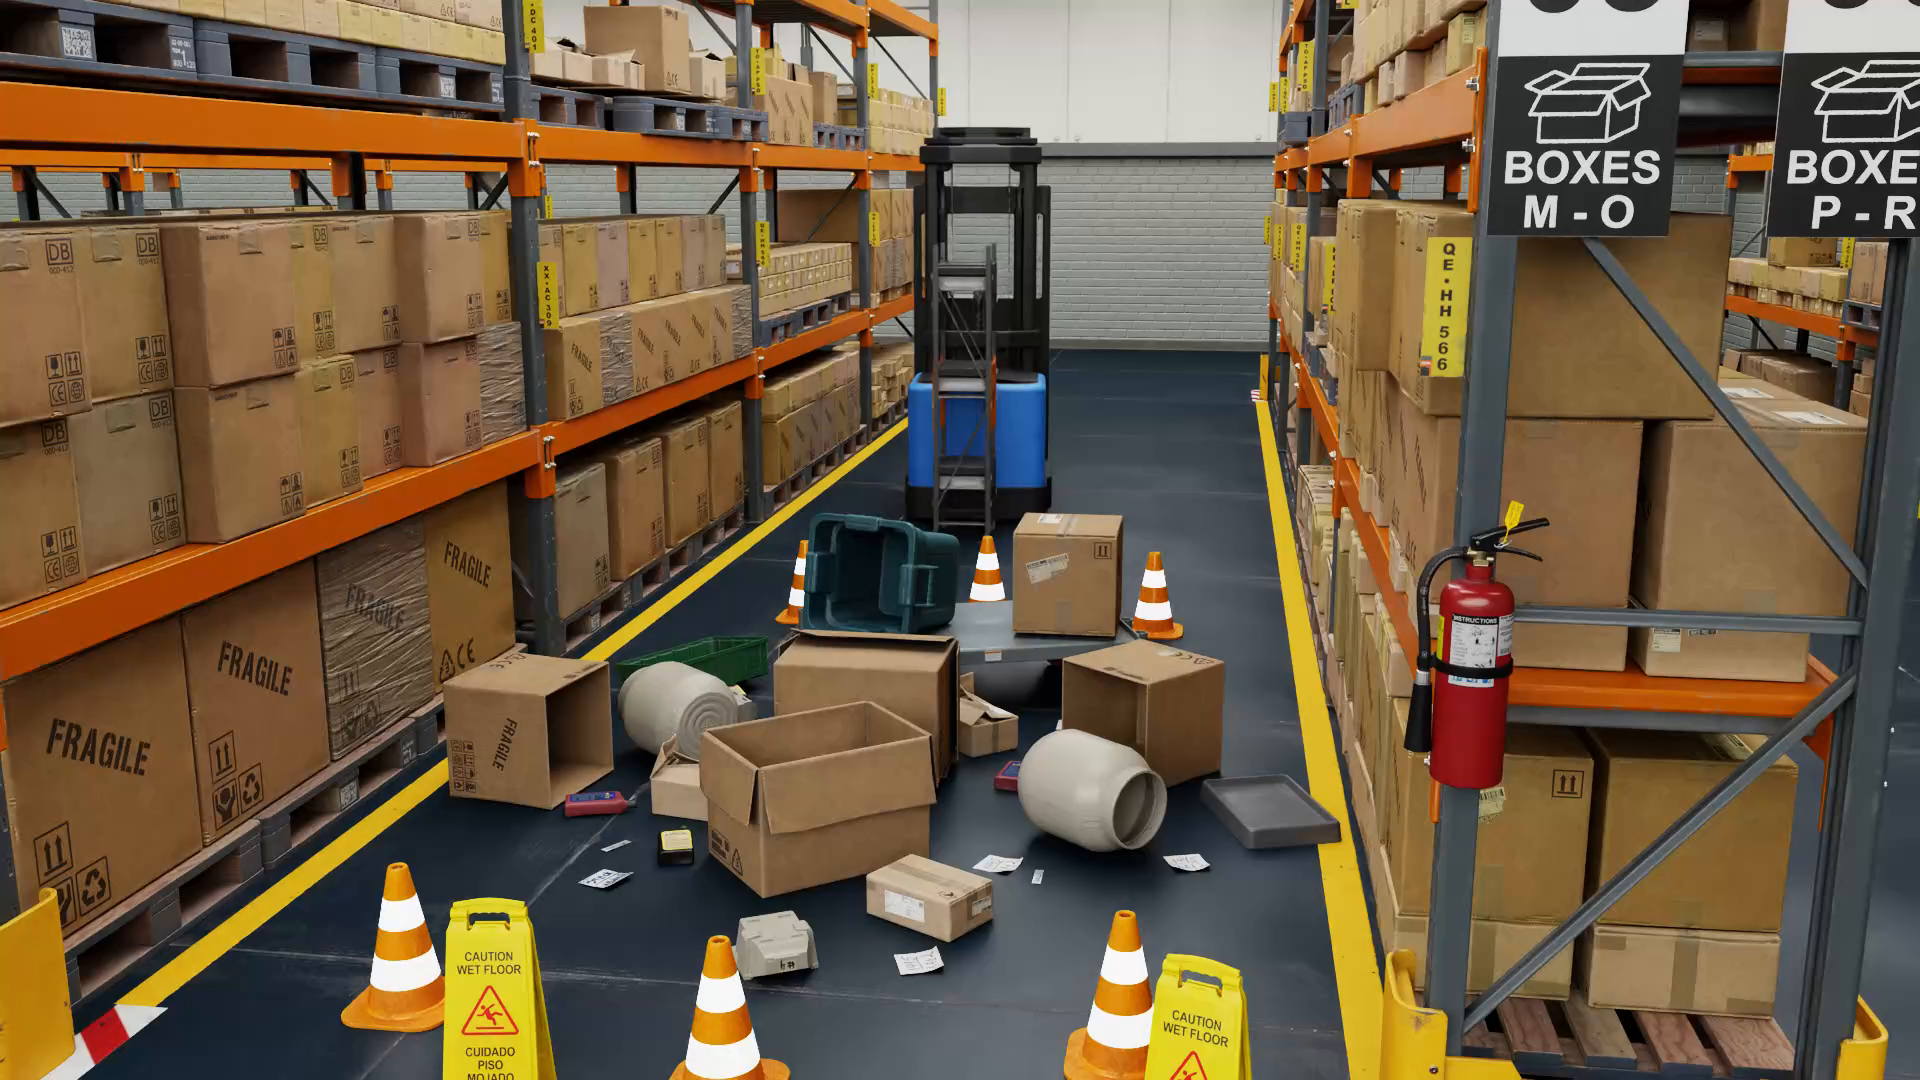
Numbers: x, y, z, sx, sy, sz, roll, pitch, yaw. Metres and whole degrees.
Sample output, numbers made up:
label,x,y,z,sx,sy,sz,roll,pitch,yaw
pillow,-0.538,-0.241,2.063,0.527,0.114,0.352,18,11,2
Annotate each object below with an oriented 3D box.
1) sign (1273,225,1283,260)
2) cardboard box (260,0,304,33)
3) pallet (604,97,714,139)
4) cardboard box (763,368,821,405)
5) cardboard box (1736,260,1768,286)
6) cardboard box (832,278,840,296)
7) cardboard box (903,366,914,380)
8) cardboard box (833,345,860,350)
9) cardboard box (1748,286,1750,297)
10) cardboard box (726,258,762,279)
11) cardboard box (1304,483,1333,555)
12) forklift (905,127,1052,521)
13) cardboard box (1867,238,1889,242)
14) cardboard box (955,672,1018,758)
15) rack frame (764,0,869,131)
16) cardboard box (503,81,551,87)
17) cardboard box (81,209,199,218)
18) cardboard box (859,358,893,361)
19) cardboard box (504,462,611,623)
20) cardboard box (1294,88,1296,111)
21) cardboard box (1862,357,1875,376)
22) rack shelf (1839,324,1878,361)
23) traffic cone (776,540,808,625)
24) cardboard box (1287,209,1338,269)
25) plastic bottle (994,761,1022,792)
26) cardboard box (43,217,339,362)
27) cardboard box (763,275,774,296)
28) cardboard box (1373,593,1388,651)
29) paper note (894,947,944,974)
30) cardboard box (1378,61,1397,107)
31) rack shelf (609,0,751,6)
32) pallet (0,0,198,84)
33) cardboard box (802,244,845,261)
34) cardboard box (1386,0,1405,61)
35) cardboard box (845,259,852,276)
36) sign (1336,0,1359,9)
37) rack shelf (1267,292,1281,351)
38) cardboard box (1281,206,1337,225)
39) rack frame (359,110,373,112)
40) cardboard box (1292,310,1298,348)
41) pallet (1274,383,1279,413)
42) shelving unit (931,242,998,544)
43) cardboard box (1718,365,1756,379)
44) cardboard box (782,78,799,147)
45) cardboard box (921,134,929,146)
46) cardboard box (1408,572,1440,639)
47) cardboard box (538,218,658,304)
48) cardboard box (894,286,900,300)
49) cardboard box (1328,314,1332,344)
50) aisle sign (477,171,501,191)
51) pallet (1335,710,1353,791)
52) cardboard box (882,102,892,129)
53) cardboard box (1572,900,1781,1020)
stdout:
label,x,y,z,sx,sy,sz,roll,pitch,yaw
sign,2.985,-2.781,15.536,0.100,0.325,0.005,2,12,9
cardboard box,-2.617,-1.918,6.013,0.380,0.149,0.250,2,12,9
pallet,-2.204,-2.614,10.330,1.003,0.211,1.213,2,12,11
cardboard box,-1.476,-1.302,14.073,0.500,0.250,0.500,2,12,9
cardboard box,8.641,-2.856,17.775,0.500,0.250,0.500,2,12,9
cardboard box,-1.318,-2.329,15.278,0.380,0.149,0.250,2,12,8
cardboard box,-0.702,-1.895,18.732,0.380,0.149,0.250,2,12,9
cardboard box,-1.263,-2.169,19.294,0.380,0.149,0.250,2,12,8
cardboard box,8.733,-2.682,17.914,0.380,0.149,0.250,2,12,8
cardboard box,-1.725,-2.073,12.678,0.380,0.149,0.250,2,12,9
cardboard box,2.716,-0.119,10.665,0.950,0.372,0.625,2,12,8
forklift,0.186,-1.836,13.556,1.130,2.935,3.031,1,12,2
cardboard box,8.931,-2.882,16.115,0.500,0.500,0.500,2,12,7
cardboard box,0.057,0.800,7.650,0.258,0.266,0.396,-7,14,-30
rack frame,-1.373,-5.374,15.569,1.000,3.000,0.127,2,12,9
cardboard box,-2.631,-2.687,9.344,0.500,0.250,0.500,2,12,8
cardboard box,-6.745,-2.481,13.768,0.797,0.503,0.637,2,12,11
cardboard box,-0.927,-1.883,17.969,0.380,0.149,0.250,1,12,6
cardboard box,-2.597,-0.013,9.279,1.050,0.750,0.750,2,12,8
cardboard box,2.907,-3.539,13.496,0.396,0.266,0.258,3,13,13
cardboard box,8.180,-1.520,14.615,0.380,0.149,0.250,2,12,8
rack shelf,8.131,-1.374,12.955,1.077,0.370,4.000,2,12,9
traffic cone,-0.905,0.234,9.809,0.336,0.463,0.334,2,12,9
cardboard box,3.051,-2.546,14.077,0.500,0.500,0.500,2,12,7
plastic bottle,0.252,1.008,7.172,0.133,0.061,0.283,4,13,18
cardboard box,-2.957,-0.965,6.430,0.875,0.550,0.500,2,12,9
cardboard box,-1.676,-1.987,12.987,0.380,0.149,0.250,2,12,11
cardboard box,1.628,0.291,5.735,0.380,0.149,0.250,2,12,11
paper note,-0.134,1.386,5.488,0.148,0.019,0.142,-2,12,-11
cardboard box,1.728,-1.658,6.041,0.380,0.149,0.250,2,12,8
rack shelf,-2.296,-3.578,9.891,1.077,0.370,4.000,2,12,9
pallet,-3.115,-1.521,5.021,1.003,0.211,1.213,2,12,9
cardboard box,-1.283,-2.669,15.443,0.380,0.149,0.250,2,12,7
cardboard box,1.729,-1.775,5.642,0.500,0.250,0.500,2,12,9
cardboard box,-1.239,-2.580,15.738,0.380,0.149,0.250,2,12,10
sign,1.754,-2.565,7.495,0.100,0.325,0.005,2,12,9
rack shelf,3.841,-2.366,17.562,1.077,0.370,4.000,2,12,9
cardboard box,3.333,-2.947,15.935,0.500,0.500,0.500,2,12,8
rack frame,-6.259,-5.556,16.412,1.000,3.000,0.127,2,12,9
cardboard box,2.803,-1.616,12.730,0.500,0.250,0.500,2,12,10
pallet,4.103,-1.602,18.927,1.003,0.211,1.213,2,12,9
shelving unit,0.036,-1.054,11.898,0.431,2.100,0.503,1,12,5
cardboard box,2.188,-0.302,5.330,0.500,0.500,0.500,2,12,8
cardboard box,-1.568,-3.338,13.006,0.500,0.500,0.500,2,12,9
cardboard box,-0.638,-4.457,18.791,0.500,0.250,0.500,2,12,9
cardboard box,1.463,0.178,4.644,0.380,0.149,0.250,2,12,8
cardboard box,-2.299,-1.734,10.311,0.700,0.500,0.500,2,12,8
cardboard box,-0.852,-2.642,17.731,0.380,0.149,0.250,2,12,11
cardboard box,2.308,-1.350,9.198,0.500,0.500,0.500,2,12,11
aisle sign,-5.929,-4.751,20.748,0.394,0.787,0.004,2,12,9
pallet,2.235,0.868,7.466,1.003,0.211,1.213,2,12,9
cardboard box,-0.981,-4.275,16.757,0.500,0.250,0.500,2,12,8
cardboard box,2.085,1.176,4.946,0.500,0.250,0.500,2,12,8
